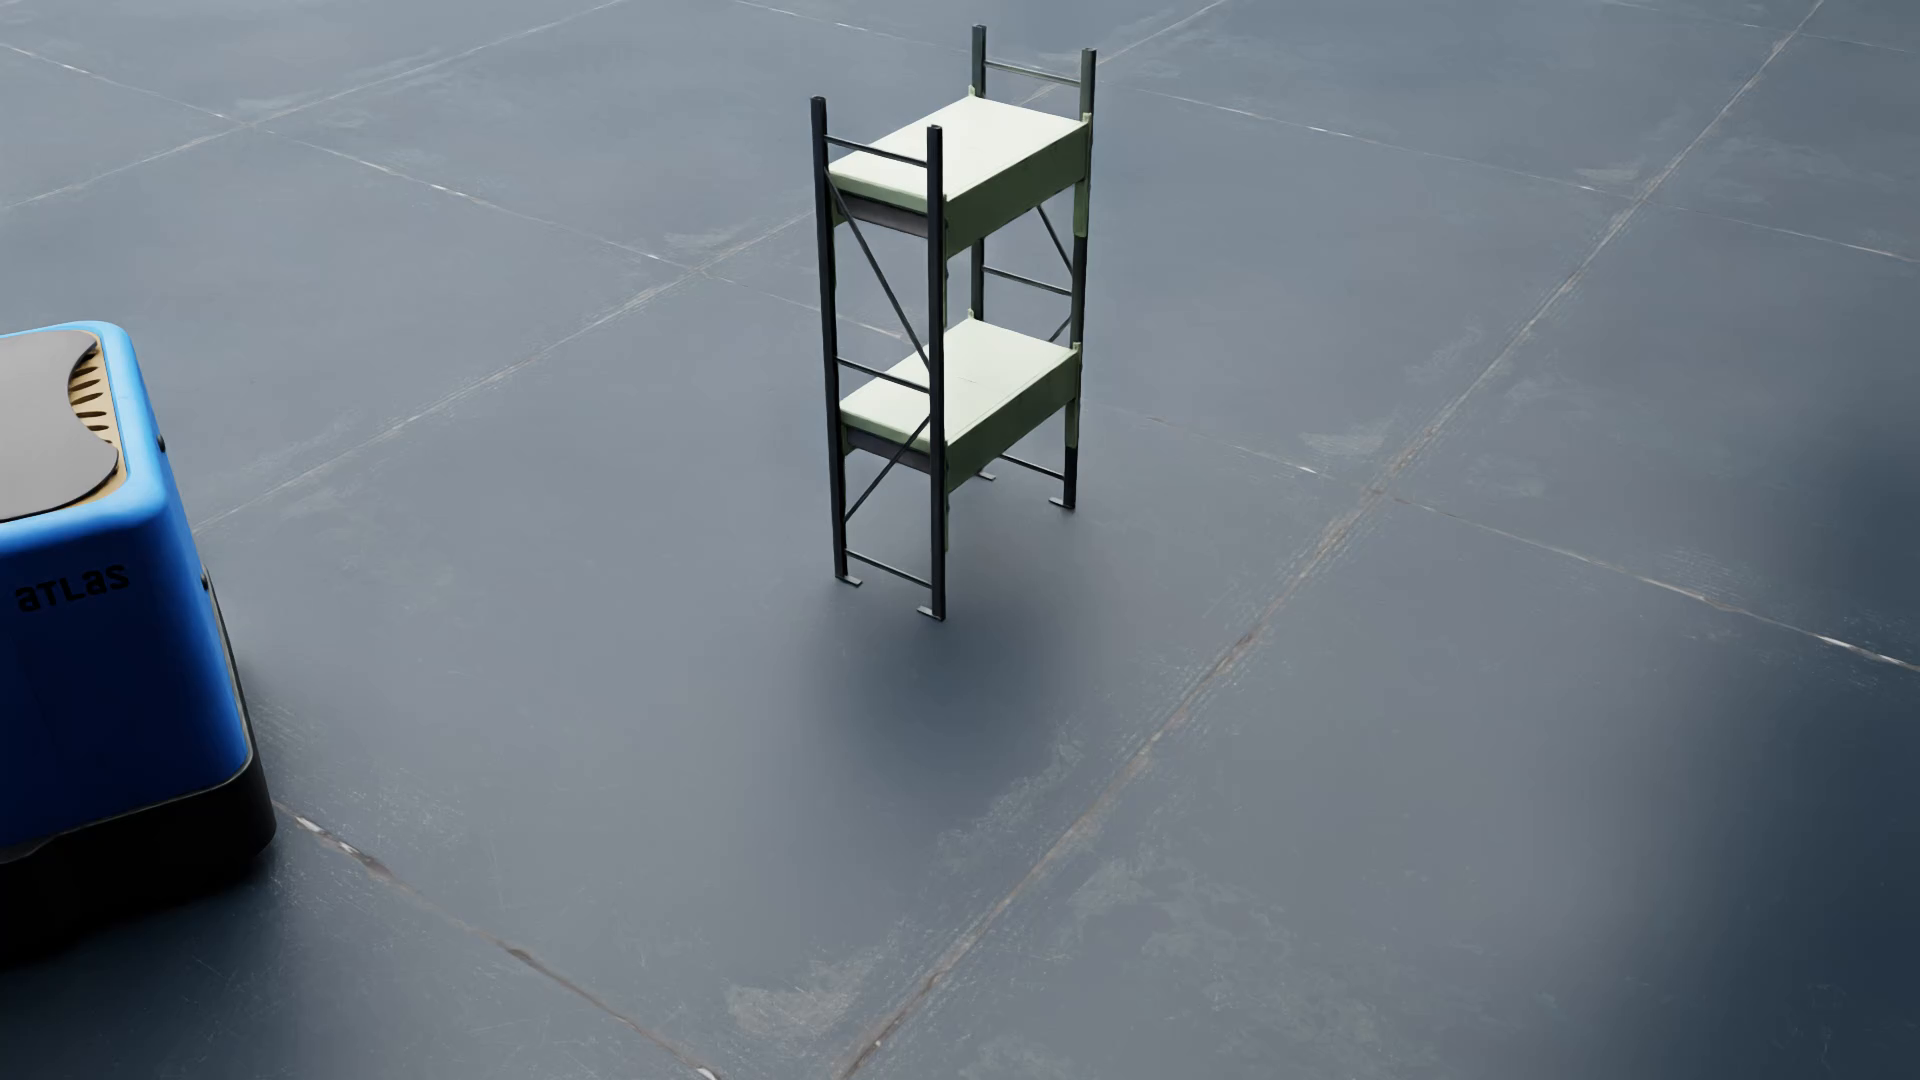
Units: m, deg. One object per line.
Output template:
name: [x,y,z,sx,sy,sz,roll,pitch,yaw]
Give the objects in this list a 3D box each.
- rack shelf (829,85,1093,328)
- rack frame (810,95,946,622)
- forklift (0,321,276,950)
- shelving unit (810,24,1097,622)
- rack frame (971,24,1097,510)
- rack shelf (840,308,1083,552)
rack shelf: [-0.004,-0.941,4.607,0.431,0.370,0.720,21,39,28]
rack frame: [-0.212,-0.450,4.576,0.400,1.500,0.023,21,39,28]
forklift: [-3.221,-0.276,3.041,3.031,2.935,1.130,-16,37,-22]
shelving unit: [-0.004,-0.618,4.825,0.431,1.500,0.755,21,39,28]
rack frame: [0.205,-0.787,5.074,0.400,1.500,0.023,21,39,28]
rack shelf: [-0.004,-0.348,5.008,0.431,0.370,0.720,21,39,28]
